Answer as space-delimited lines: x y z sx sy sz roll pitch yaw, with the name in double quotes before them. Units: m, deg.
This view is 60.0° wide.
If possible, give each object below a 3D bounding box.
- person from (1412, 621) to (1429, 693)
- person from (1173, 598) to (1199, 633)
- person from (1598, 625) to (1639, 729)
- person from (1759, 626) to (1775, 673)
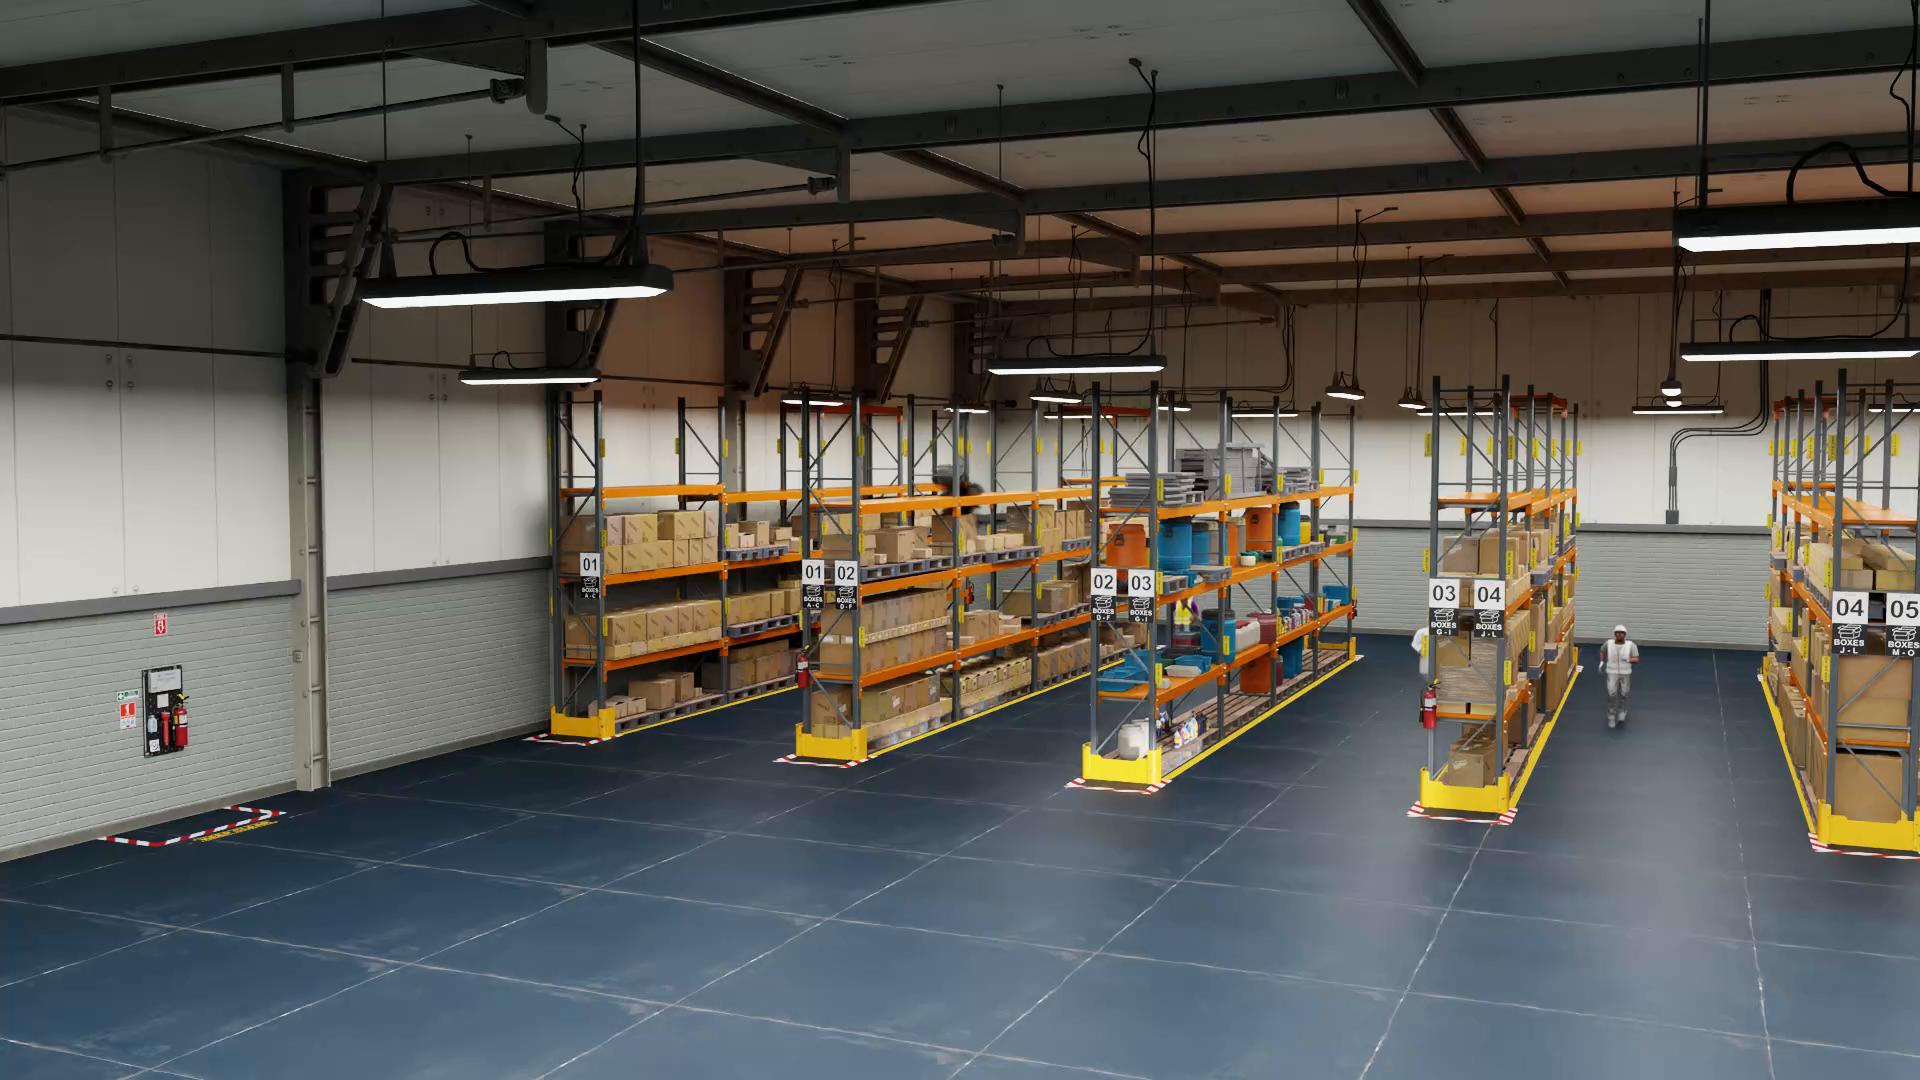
"person" 9.071 2.347 32.005 0.733 1.782 1.106 1 3 18
"person" 5.266 1.992 39.178 0.721 1.717 0.658 1 3 14
"person" 11.865 2.450 29.969 0.670 1.848 0.801 1 3 20
"person" 18.118 2.119 36.711 0.949 1.635 0.606 0 3 8
